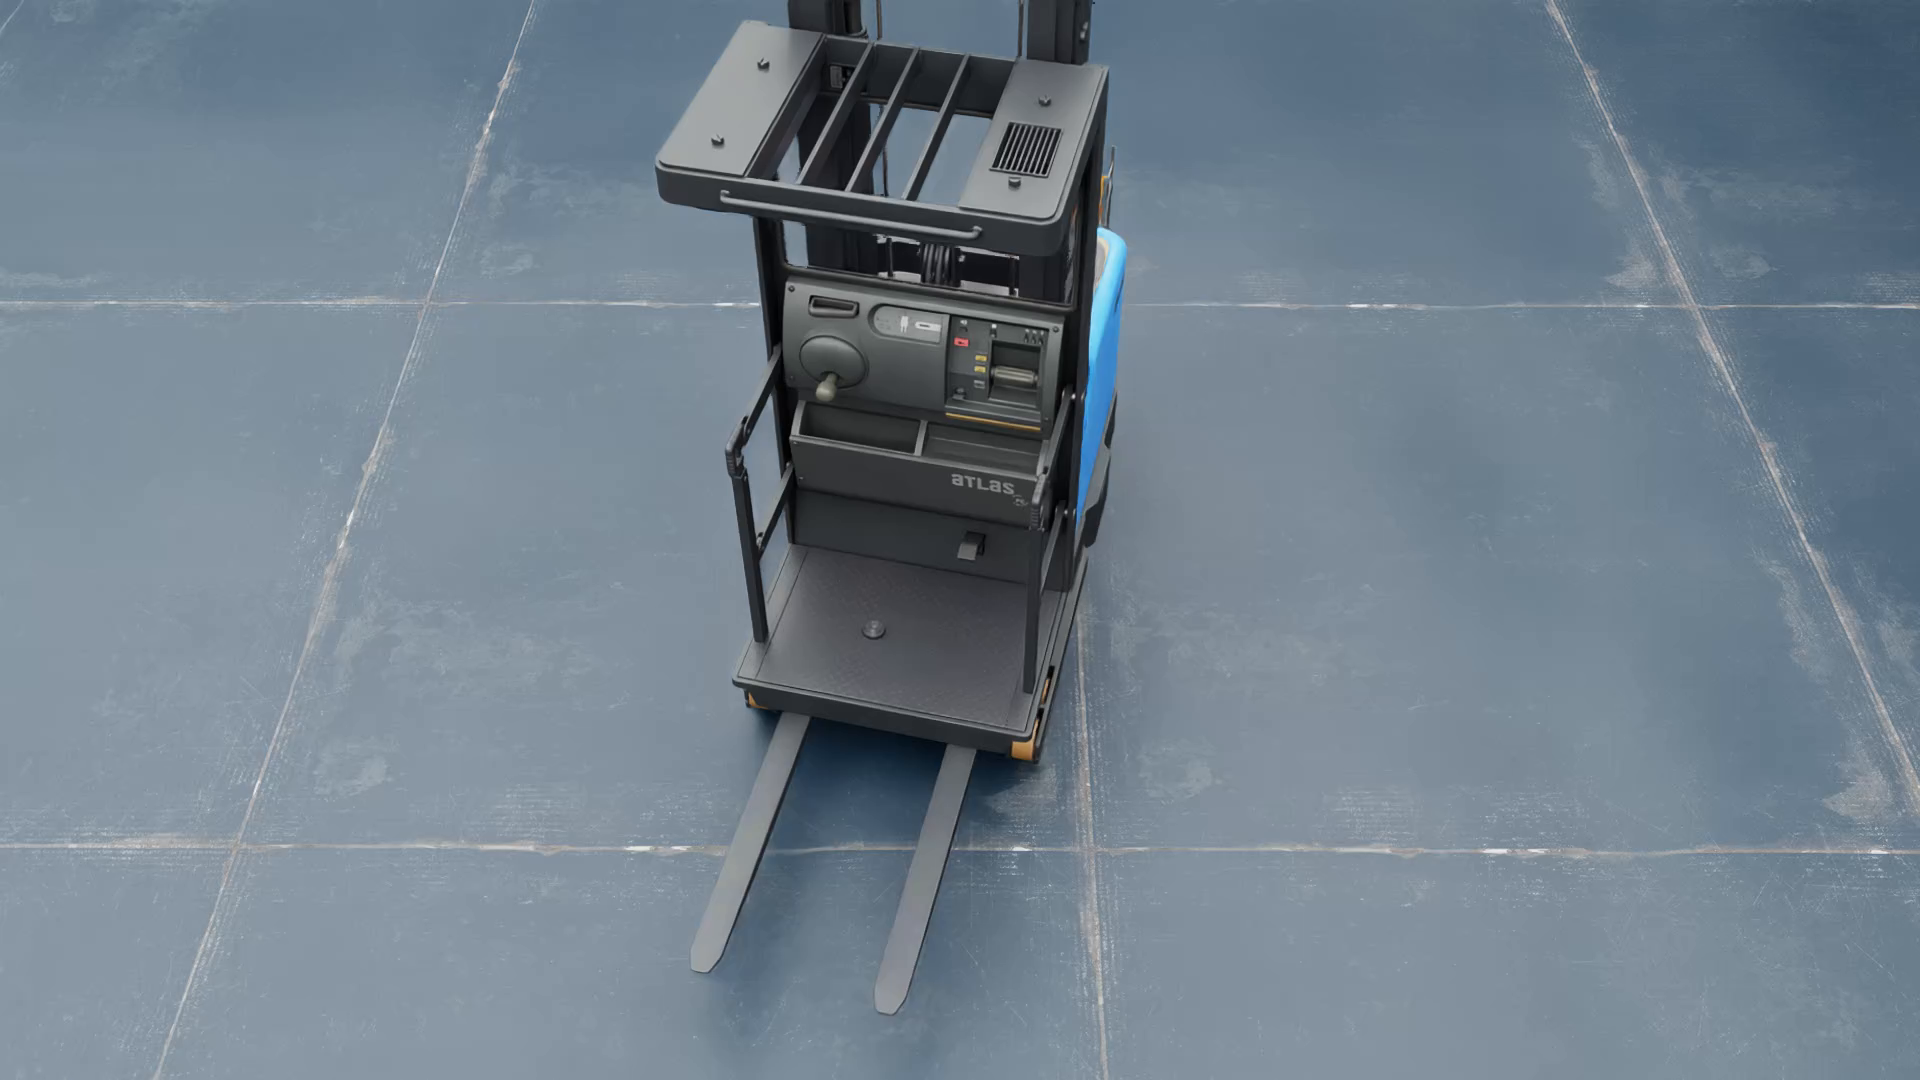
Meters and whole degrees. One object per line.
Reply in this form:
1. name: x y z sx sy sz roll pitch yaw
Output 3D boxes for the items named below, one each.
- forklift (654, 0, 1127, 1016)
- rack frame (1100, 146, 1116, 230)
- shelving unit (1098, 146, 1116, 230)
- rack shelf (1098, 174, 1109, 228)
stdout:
1. forklift: -0.176 -0.507 5.301 1.130 2.935 3.031 10 48 9
2. rack frame: 0.588 -1.069 6.998 0.015 1.200 0.240 8 45 8
3. shelving unit: 0.348 -1.104 7.031 0.503 1.200 0.258 8 45 8
4. rack shelf: 0.352 -1.385 6.756 0.480 0.148 0.258 8 45 8
